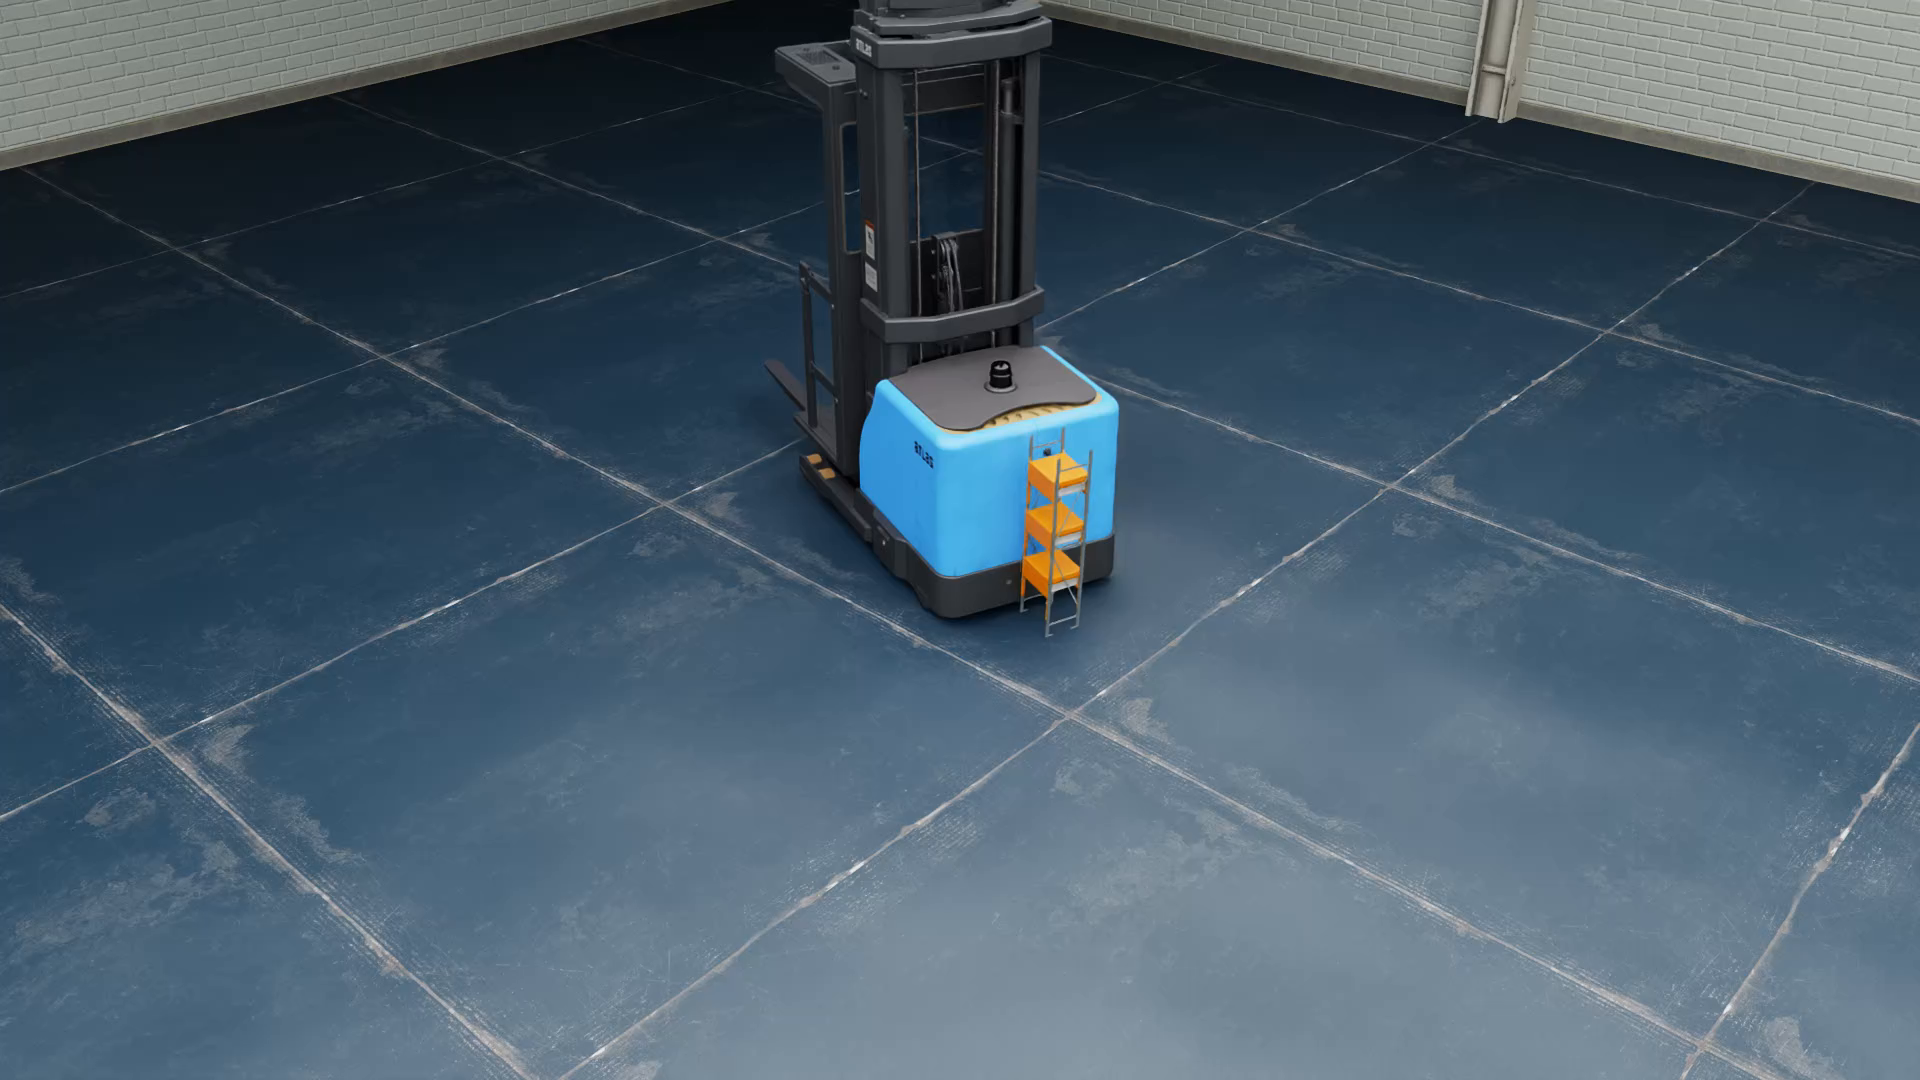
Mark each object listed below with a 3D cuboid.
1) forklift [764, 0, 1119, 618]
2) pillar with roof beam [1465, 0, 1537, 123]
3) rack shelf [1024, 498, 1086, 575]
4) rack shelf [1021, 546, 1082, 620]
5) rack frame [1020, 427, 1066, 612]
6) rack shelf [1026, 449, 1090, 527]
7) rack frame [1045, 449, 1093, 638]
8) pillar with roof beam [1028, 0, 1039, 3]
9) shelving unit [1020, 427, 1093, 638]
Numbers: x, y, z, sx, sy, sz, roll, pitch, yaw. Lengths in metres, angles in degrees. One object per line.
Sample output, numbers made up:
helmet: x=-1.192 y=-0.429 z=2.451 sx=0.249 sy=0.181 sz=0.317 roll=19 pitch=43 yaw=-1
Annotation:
forklift: x=-0.291 y=-1.599 z=9.064 sx=1.130 sy=2.935 sz=3.031 roll=-14 pitch=34 yaw=-22
pillar with roof beam: x=2.238 y=-6.308 z=11.004 sx=0.400 sy=9.000 sz=9.100 roll=25 pitch=39 yaw=35
rack shelf: x=0.472 y=-0.020 z=8.274 sx=0.215 sy=0.259 sz=0.240 roll=-16 pitch=38 yaw=-25
rack shelf: x=0.465 y=0.211 z=8.428 sx=0.215 sy=0.259 sz=0.240 roll=-16 pitch=38 yaw=-25
rack frame: x=0.412 y=-0.089 z=8.355 sx=0.200 sy=1.050 sz=0.008 roll=-16 pitch=38 yaw=-25
rack shelf: x=0.480 y=-0.256 z=8.116 sx=0.215 sy=0.259 sz=0.240 roll=-16 pitch=38 yaw=-25
rack frame: x=0.533 y=0.031 z=8.181 sx=0.200 sy=1.050 sz=0.008 roll=-16 pitch=38 yaw=-25
pillar with roof beam: x=-2.211 y=-8.385 z=14.453 sx=0.400 sy=9.000 sz=9.100 roll=25 pitch=39 yaw=35
shelving unit: x=0.472 y=-0.029 z=8.268 sx=0.215 sy=1.050 sz=0.252 roll=-16 pitch=38 yaw=-25
